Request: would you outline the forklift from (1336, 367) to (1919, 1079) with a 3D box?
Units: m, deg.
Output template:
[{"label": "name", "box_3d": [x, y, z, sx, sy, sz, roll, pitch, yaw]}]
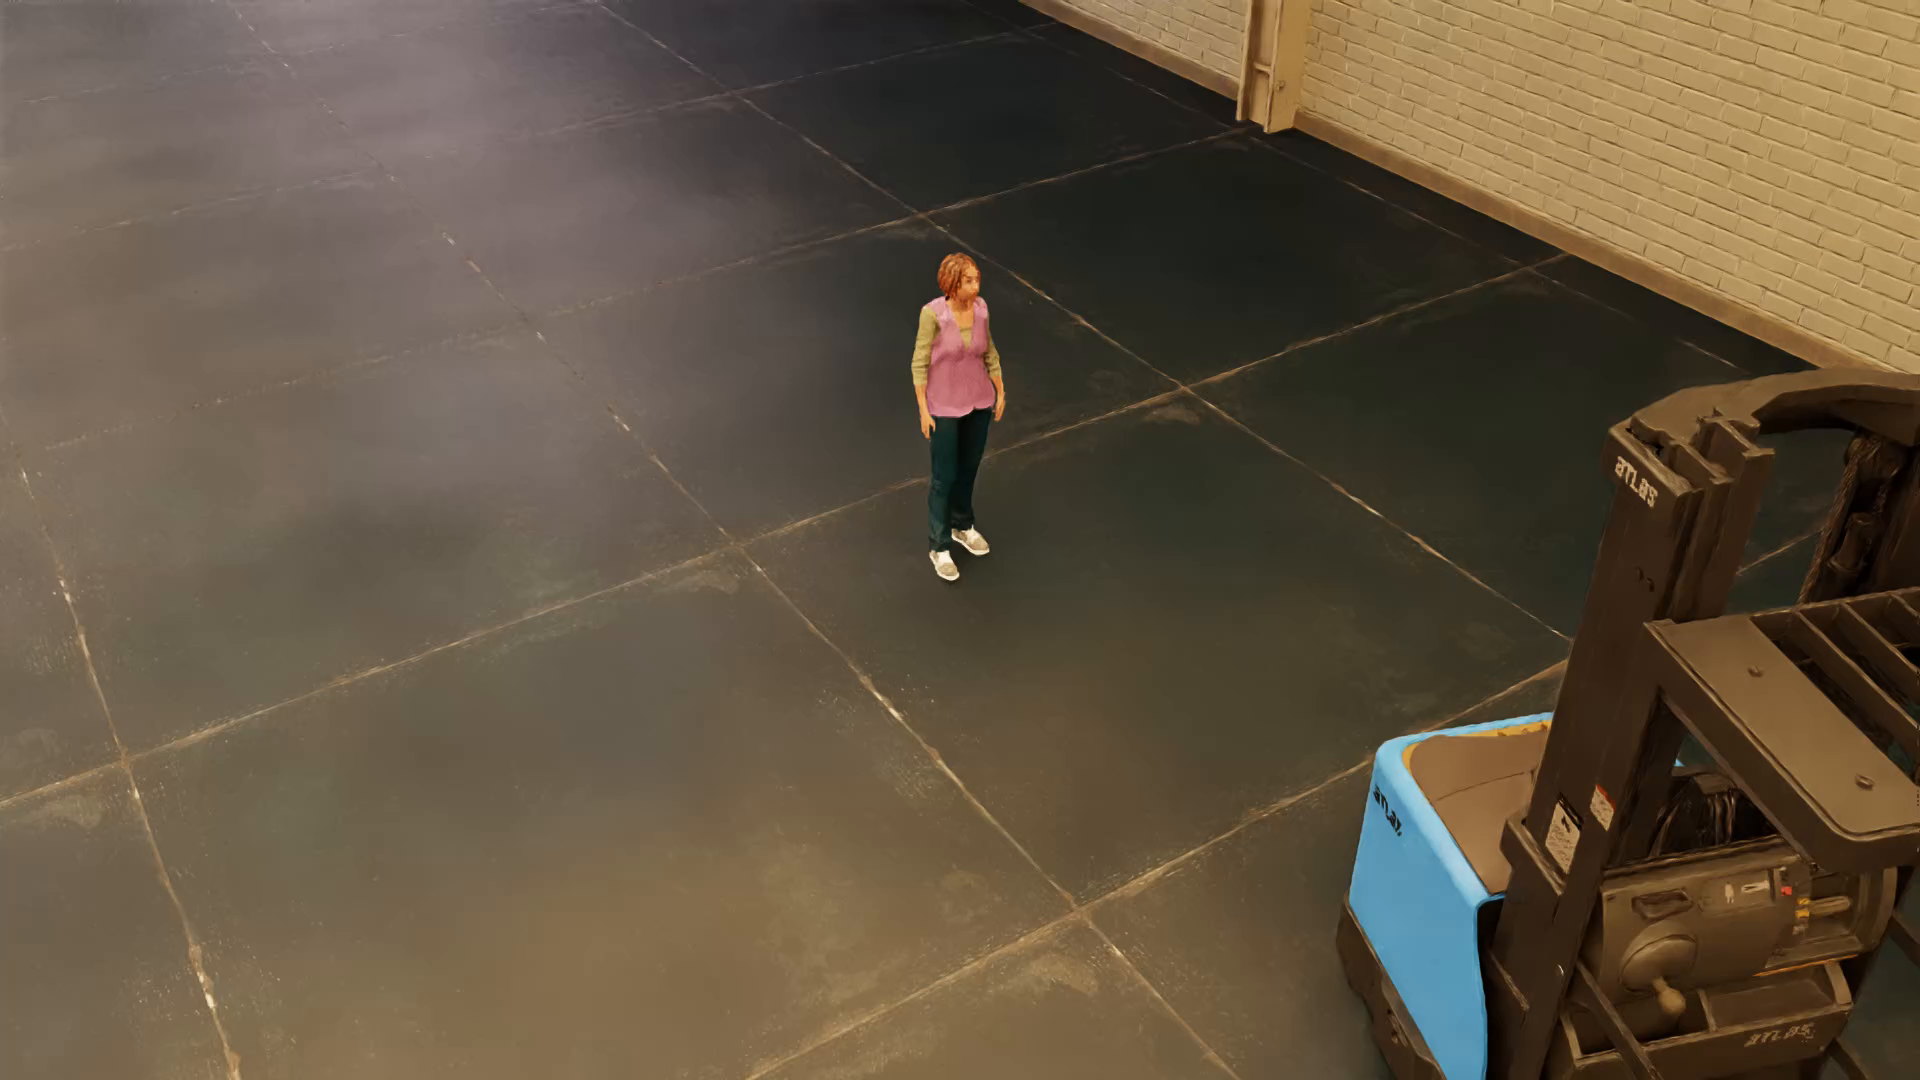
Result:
[{"label": "forklift", "box_3d": [2.272, 1.143, 4.521, 1.130, 2.935, 3.031, -8, 36, -11]}]

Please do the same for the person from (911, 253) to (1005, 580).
[{"label": "person", "box_3d": [0.029, -0.619, 8.177, 0.520, 1.597, 0.474, -21, 40, -27]}]
